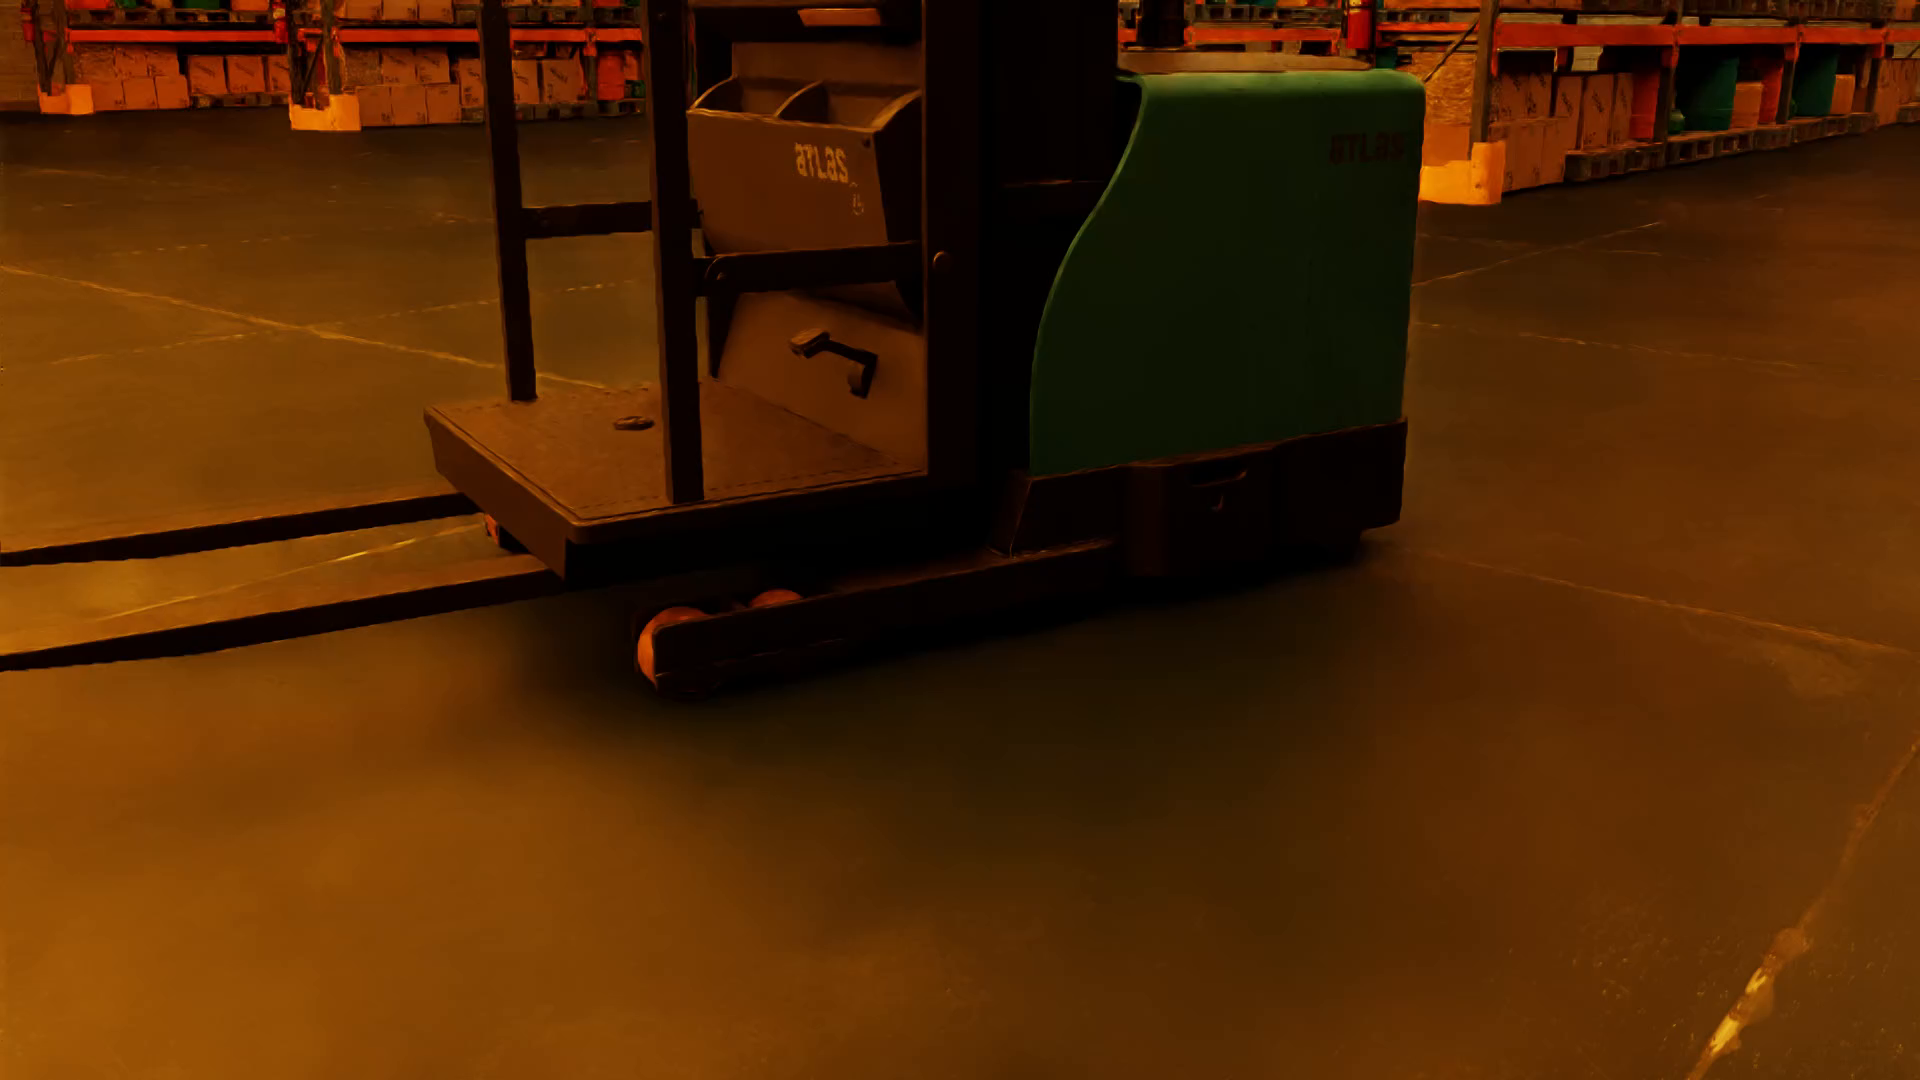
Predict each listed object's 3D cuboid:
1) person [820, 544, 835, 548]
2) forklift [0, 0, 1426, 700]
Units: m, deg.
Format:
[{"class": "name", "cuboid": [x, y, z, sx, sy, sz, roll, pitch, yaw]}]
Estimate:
[{"class": "person", "cuboid": [-0.042, -0.807, 3.655, 0.586, 1.694, 0.571, 13, 21, 37]}, {"class": "forklift", "cuboid": [-0.507, -1.289, 3.144, 3.031, 2.935, 1.130, -10, 19, -29]}]
